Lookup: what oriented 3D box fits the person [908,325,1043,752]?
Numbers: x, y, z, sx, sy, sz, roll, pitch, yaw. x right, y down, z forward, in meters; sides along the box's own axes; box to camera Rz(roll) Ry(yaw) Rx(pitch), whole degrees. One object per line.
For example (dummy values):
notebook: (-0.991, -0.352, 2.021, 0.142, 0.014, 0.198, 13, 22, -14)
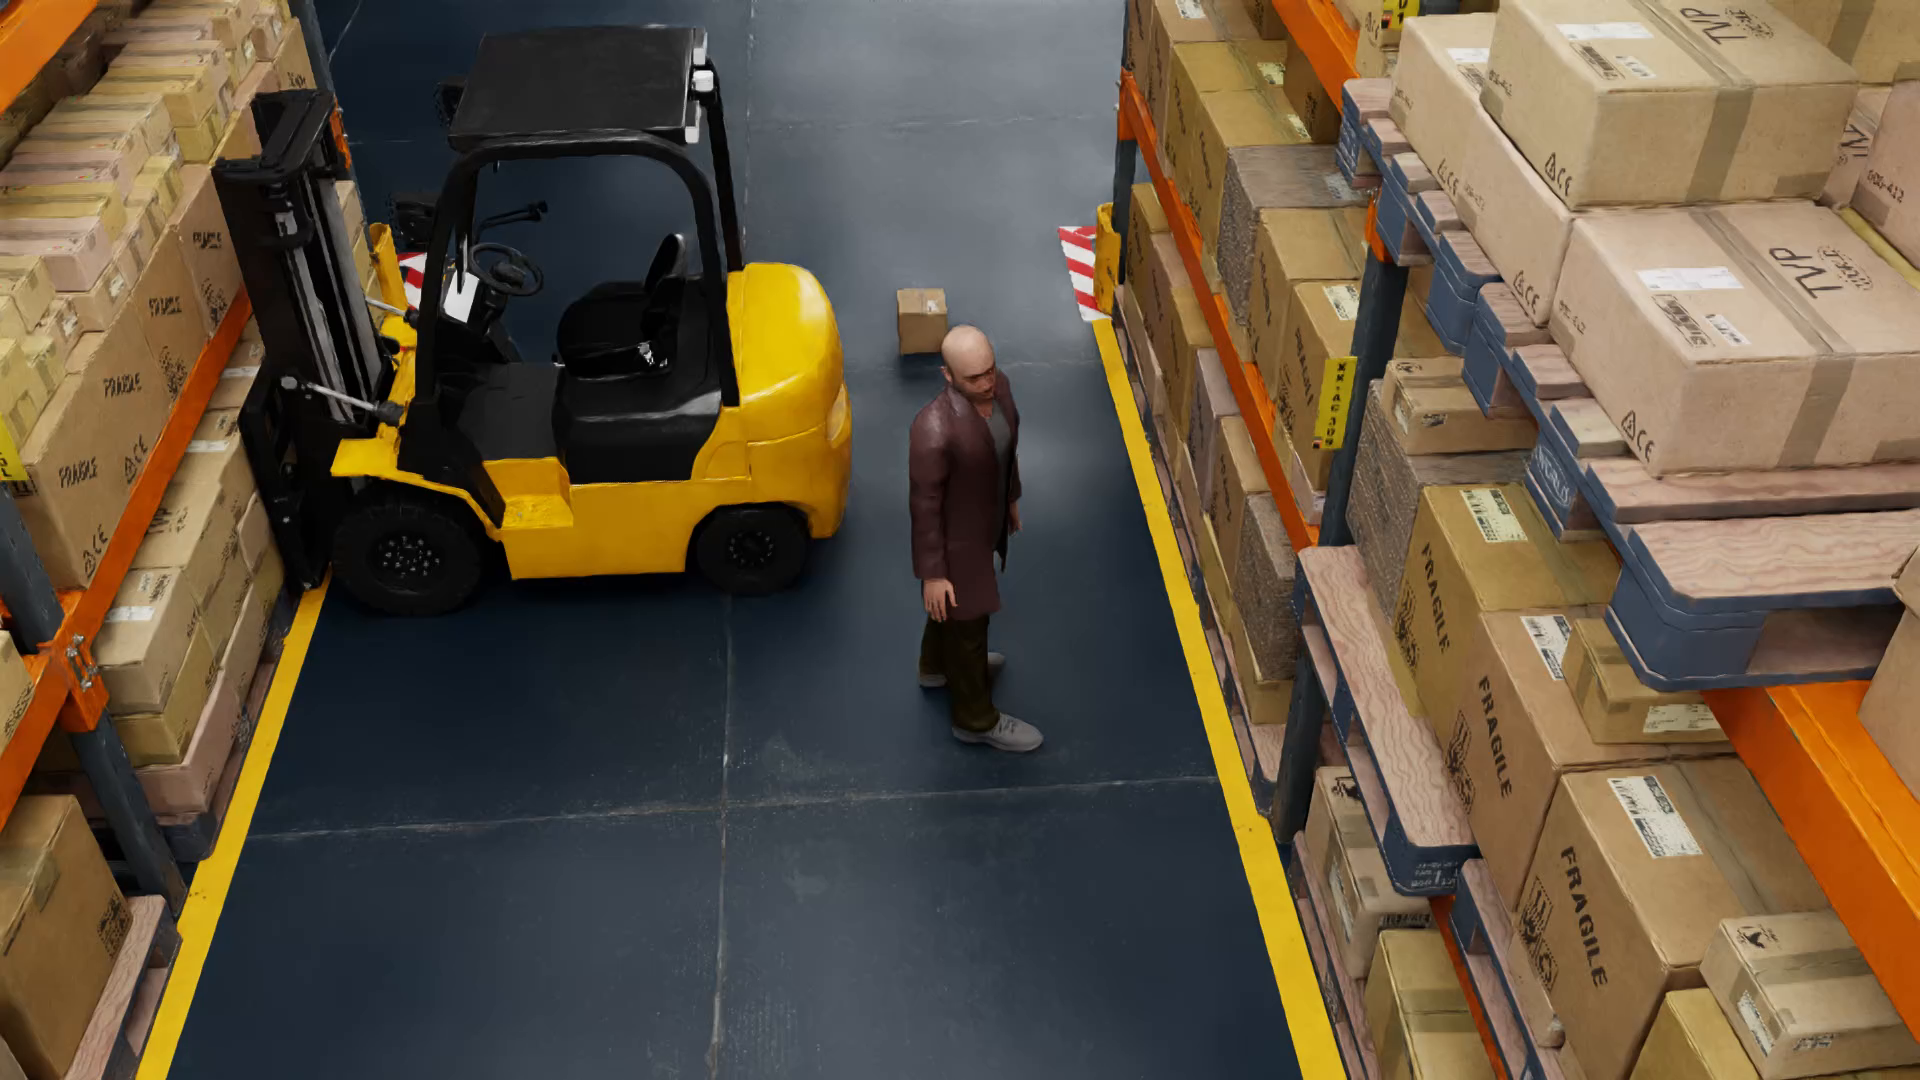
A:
person: (0.075, 0.003, 6.117, 0.629, 1.777, 0.675, 16, 41, 19)
